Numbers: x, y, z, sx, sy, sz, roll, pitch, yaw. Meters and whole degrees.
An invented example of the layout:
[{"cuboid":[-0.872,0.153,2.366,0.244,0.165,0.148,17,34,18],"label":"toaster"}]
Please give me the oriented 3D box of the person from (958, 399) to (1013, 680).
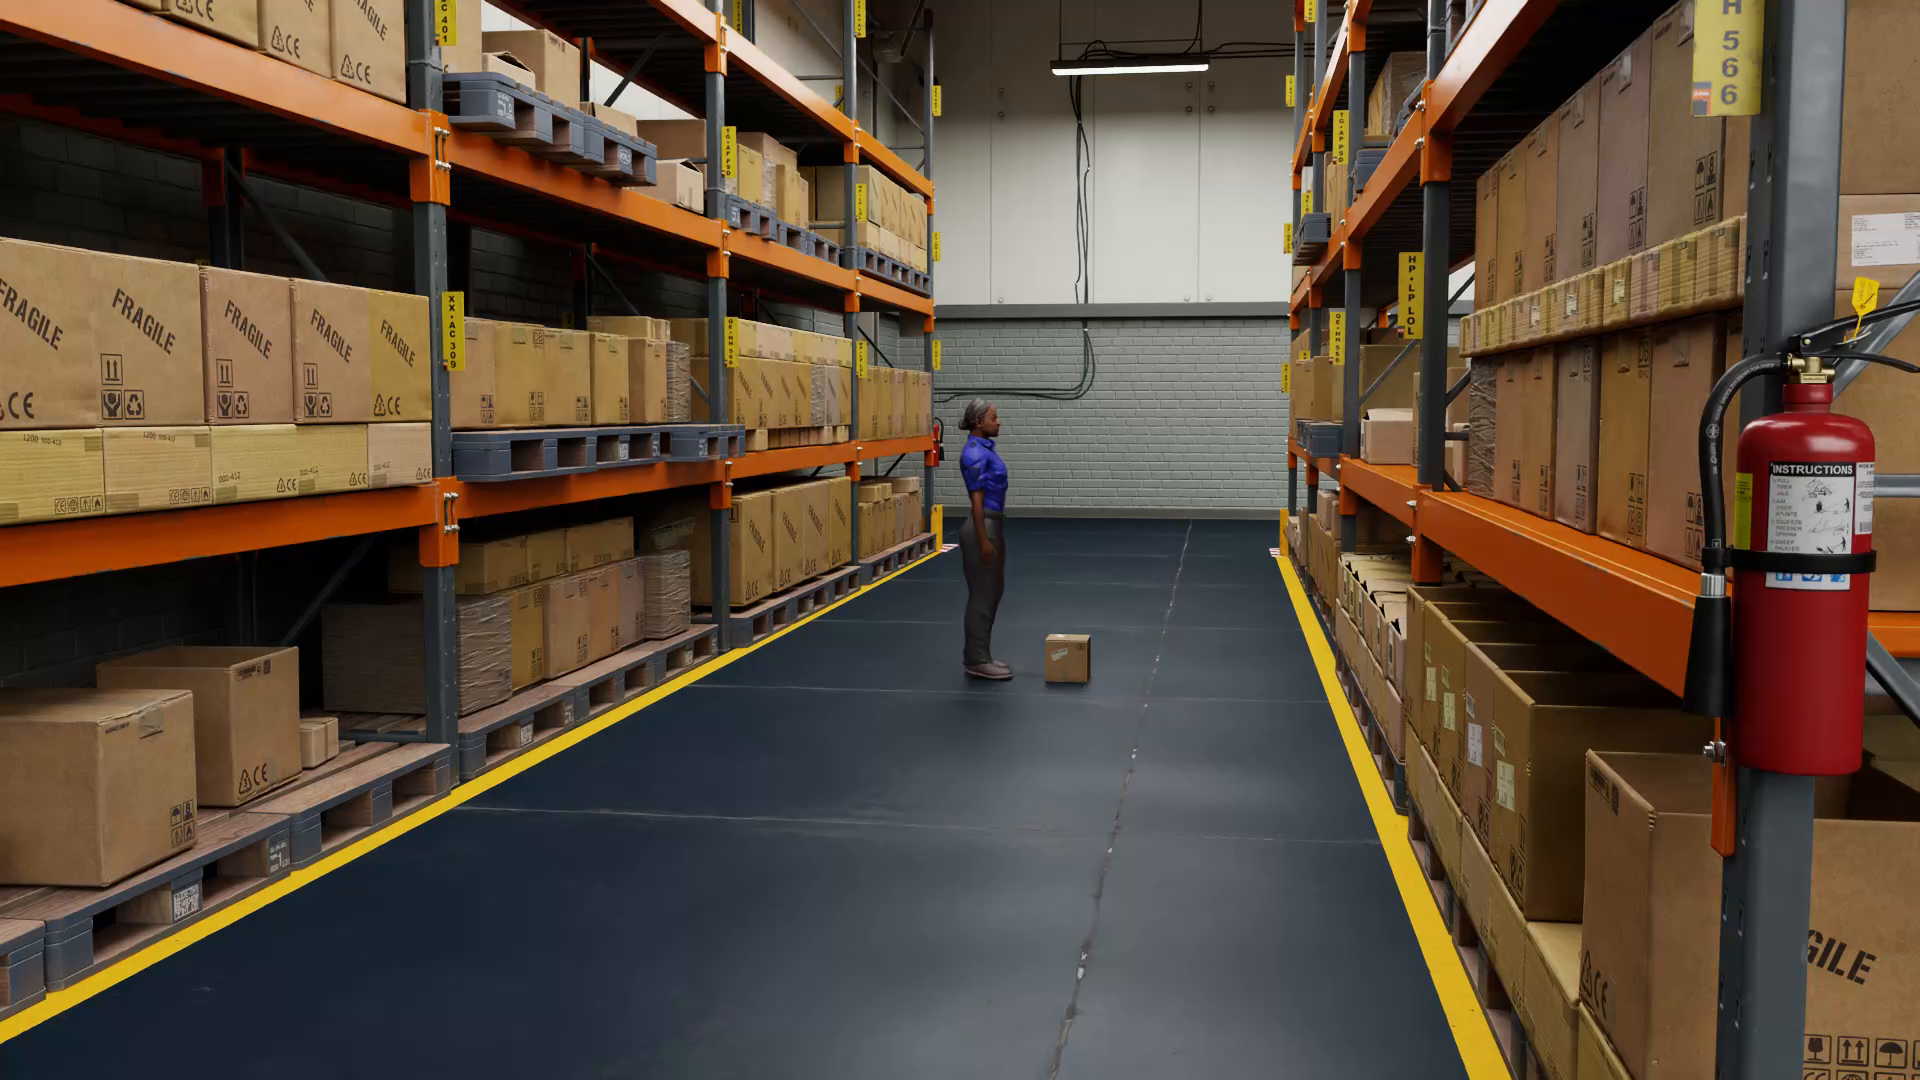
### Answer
[{"cuboid":[0.157,-0.001,9.964,0.349,1.655,0.501,1,5,8],"label":"person"}]
